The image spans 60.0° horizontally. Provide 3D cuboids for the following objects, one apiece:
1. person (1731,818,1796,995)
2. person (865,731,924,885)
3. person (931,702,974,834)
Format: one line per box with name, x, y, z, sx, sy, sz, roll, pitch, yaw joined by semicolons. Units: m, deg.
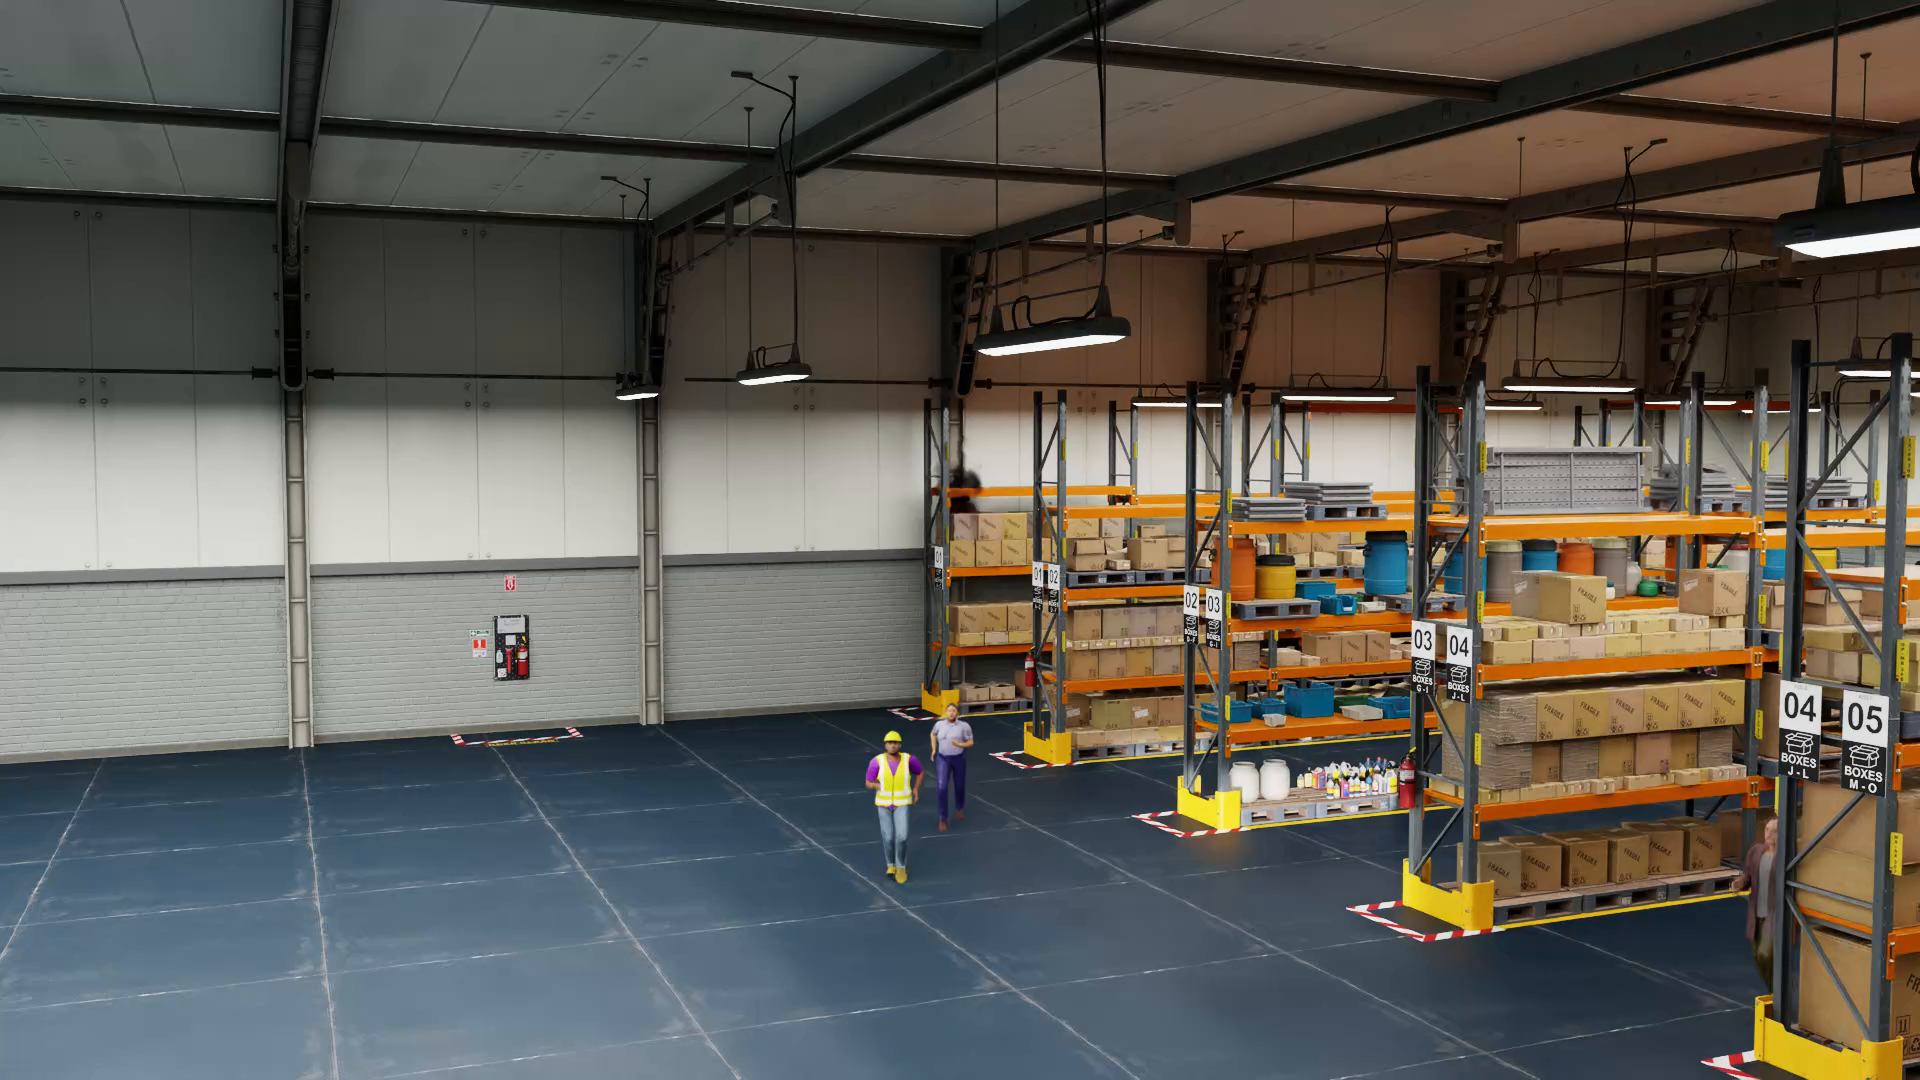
person;7.298;3.403;15.006;0.681;1.768;0.693;-2;4;-27
person;-0.774;3.140;19.513;0.677;1.795;0.683;0;3;2
person;-0.109;3.019;22.318;0.588;1.689;0.837;0;3;3
